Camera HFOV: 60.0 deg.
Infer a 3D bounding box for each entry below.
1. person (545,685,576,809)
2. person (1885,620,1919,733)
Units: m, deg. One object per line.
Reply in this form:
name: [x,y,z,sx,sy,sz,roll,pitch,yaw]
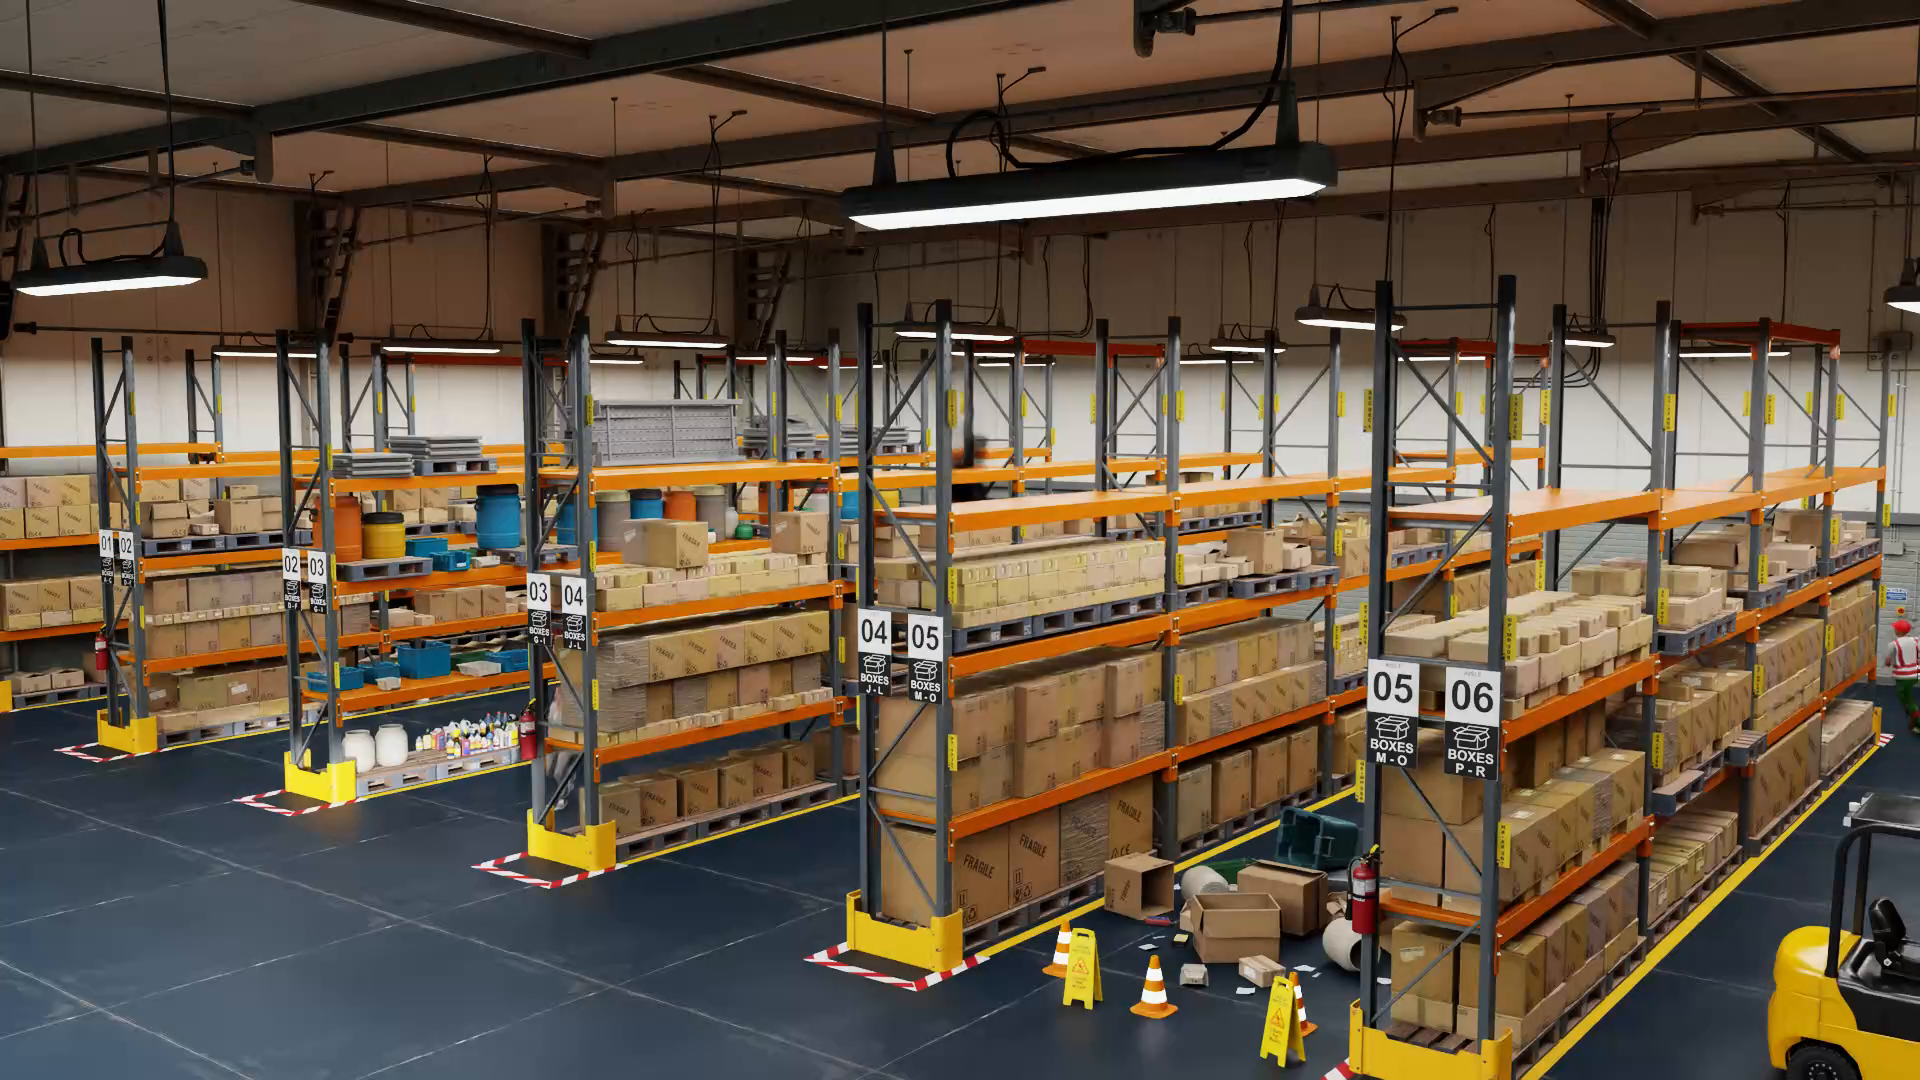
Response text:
person: [-4.983,2.583,20.874,0.542,1.561,0.570,2,6,26]
person: [14.385,2.087,25.329,0.682,1.769,0.671,-1,5,-14]
